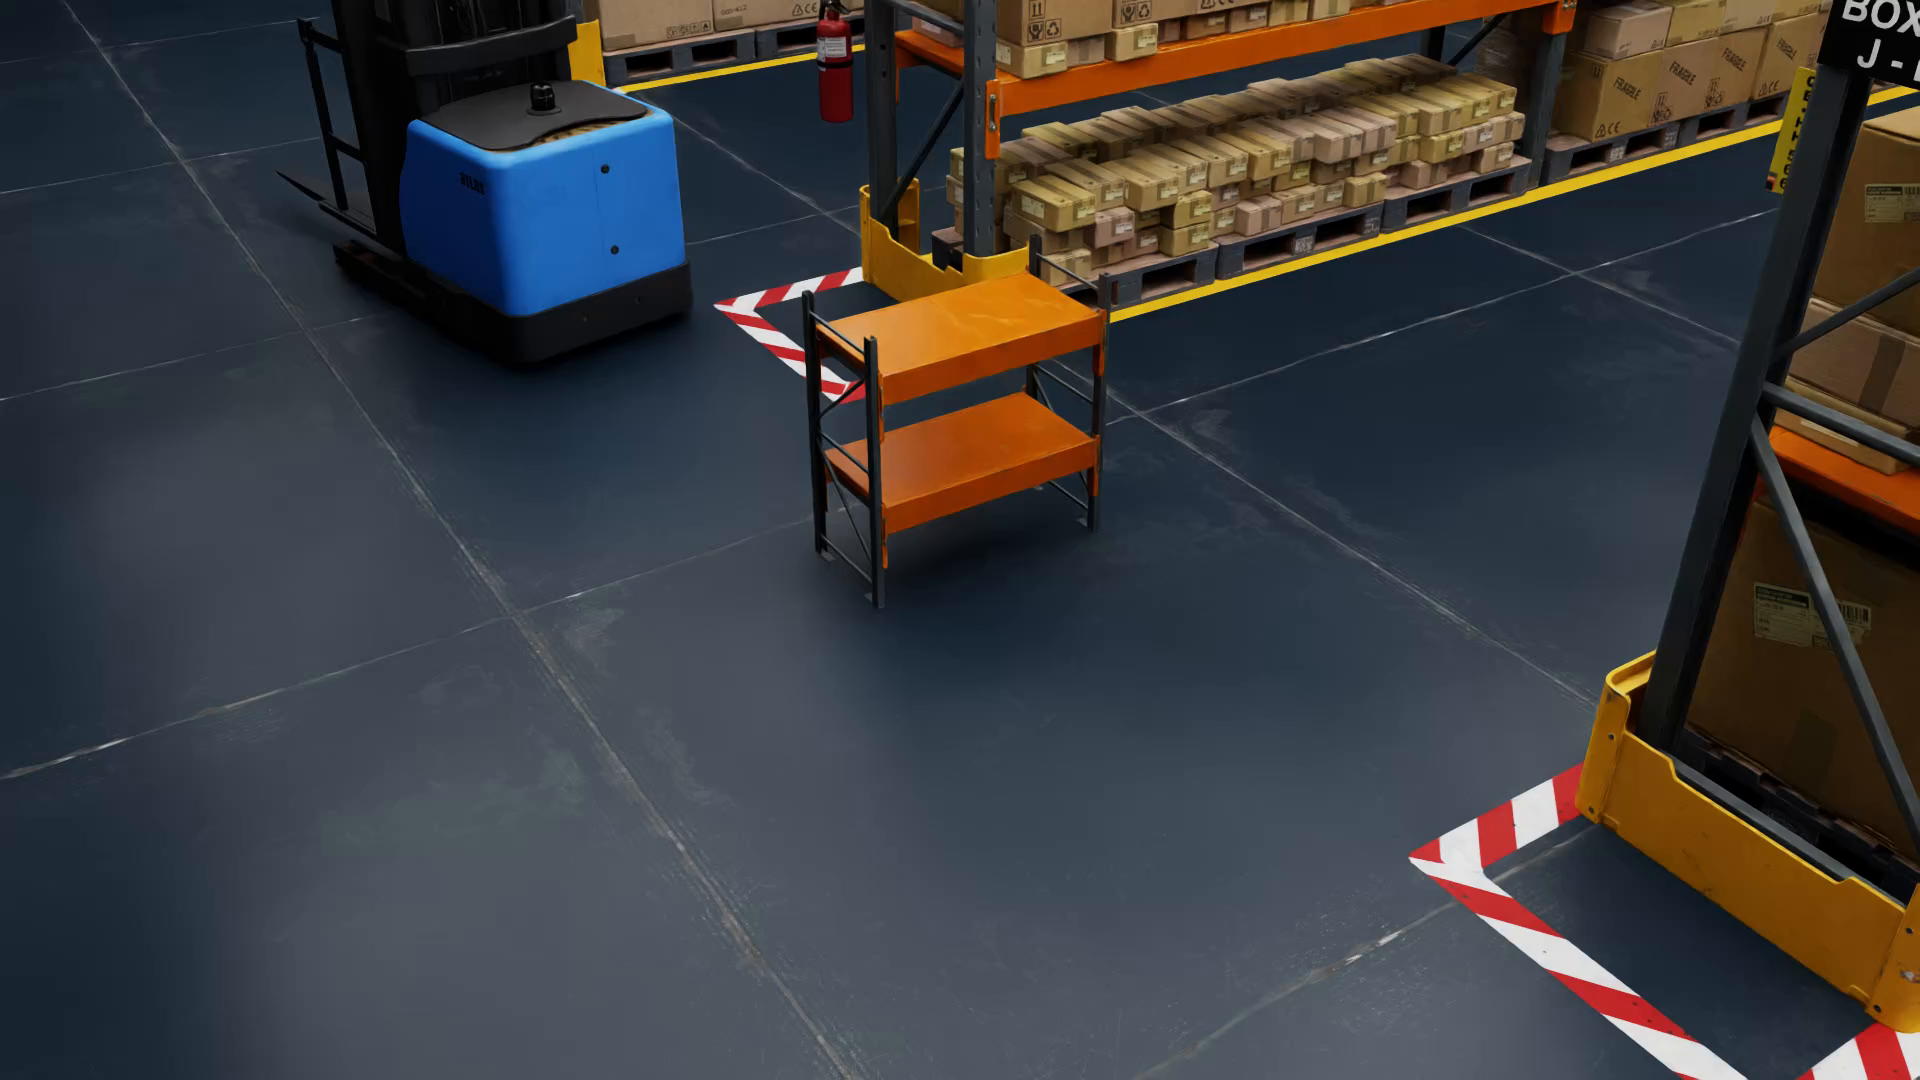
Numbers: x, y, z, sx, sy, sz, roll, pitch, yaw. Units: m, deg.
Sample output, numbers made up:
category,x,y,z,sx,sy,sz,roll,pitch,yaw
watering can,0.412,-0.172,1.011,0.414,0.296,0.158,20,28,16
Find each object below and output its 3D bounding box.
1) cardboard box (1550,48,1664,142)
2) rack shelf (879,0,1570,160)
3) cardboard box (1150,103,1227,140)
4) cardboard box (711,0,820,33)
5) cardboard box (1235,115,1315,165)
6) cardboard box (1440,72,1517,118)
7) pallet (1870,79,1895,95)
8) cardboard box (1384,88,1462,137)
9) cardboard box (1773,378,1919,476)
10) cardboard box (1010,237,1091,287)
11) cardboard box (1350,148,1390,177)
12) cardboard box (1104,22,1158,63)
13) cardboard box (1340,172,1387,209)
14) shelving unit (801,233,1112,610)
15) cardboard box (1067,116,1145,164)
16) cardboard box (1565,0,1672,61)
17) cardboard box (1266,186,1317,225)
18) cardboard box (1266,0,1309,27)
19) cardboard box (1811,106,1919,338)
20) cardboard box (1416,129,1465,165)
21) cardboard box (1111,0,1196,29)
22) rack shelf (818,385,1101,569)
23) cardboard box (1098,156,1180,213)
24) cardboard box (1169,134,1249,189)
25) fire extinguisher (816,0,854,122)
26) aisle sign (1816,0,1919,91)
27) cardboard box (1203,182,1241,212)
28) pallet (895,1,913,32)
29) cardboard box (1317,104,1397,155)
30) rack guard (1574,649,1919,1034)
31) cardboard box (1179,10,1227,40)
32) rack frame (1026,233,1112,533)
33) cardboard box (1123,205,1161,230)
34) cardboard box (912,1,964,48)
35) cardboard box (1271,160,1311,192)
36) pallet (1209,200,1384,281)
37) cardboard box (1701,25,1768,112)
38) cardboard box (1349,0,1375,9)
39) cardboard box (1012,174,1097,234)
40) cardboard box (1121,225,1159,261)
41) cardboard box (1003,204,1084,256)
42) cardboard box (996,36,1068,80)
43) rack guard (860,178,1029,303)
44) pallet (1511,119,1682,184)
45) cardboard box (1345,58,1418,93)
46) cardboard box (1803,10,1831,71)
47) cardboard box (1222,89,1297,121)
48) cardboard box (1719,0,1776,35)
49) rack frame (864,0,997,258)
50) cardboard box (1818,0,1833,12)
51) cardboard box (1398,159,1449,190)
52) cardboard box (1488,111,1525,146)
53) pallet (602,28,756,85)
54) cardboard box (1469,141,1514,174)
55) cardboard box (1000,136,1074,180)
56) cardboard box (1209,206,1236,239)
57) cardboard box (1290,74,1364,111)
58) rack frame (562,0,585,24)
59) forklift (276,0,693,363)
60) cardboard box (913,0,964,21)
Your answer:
category,x,y,z,sx,sy,sz,roll,pitch,yaw
cardboard box,3.972,-2.836,10.384,0.500,0.500,0.500,-17,36,-25
rack shelf,1.526,-2.739,8.954,4.000,0.370,1.077,-19,37,-27
cardboard box,1.273,-2.309,9.320,0.250,0.149,0.380,-20,38,-29
cardboard box,-1.657,-4.253,12.689,0.875,0.438,0.875,-18,36,-26
cardboard box,1.724,-2.192,9.135,0.250,0.149,0.380,-19,37,-27
cardboard box,3.049,-2.625,9.820,0.250,0.149,0.380,-18,36,-26
pallet,5.911,-3.373,11.899,1.213,0.211,1.003,-19,37,-27
cardboard box,2.650,-2.458,9.556,0.250,0.149,0.380,-19,37,-28
cardboard box,2.568,-0.356,4.738,0.250,0.149,0.380,-18,37,-26
cardboard box,0.459,-1.444,8.507,0.250,0.149,0.380,-18,37,-26
cardboard box,2.210,-2.205,9.434,0.250,0.149,0.380,-18,36,-26
cardboard box,0.741,-2.451,8.059,0.250,0.149,0.380,-20,37,-29
cardboard box,2.192,-2.027,9.431,0.250,0.149,0.380,-19,37,-27
shelving unit,-0.006,-0.474,6.447,1.048,1.125,0.538,-19,37,-27
cardboard box,0.796,-2.180,9.115,0.250,0.149,0.380,-21,38,-29
cardboard box,3.971,-3.154,10.184,0.500,0.250,0.500,-21,38,-29
cardboard box,1.752,-1.898,9.225,0.250,0.149,0.380,-19,37,-27
cardboard box,1.578,-2.779,8.579,0.250,0.149,0.380,-18,36,-26
cardboard box,2.714,-0.850,4.444,0.500,0.500,0.500,-18,37,-27
cardboard box,2.678,-2.316,9.609,0.250,0.149,0.380,-20,38,-29
cardboard box,0.808,-2.805,8.012,0.500,0.500,0.500,-19,37,-27
rack shelf,-0.006,-0.267,6.577,1.000,0.278,0.538,-19,37,-27
cardboard box,0.917,-1.836,8.570,0.250,0.149,0.380,-19,37,-27
cardboard box,1.319,-2.021,8.863,0.250,0.149,0.380,-17,36,-25
fire extinguisher,-0.617,-2.408,8.178,0.183,0.674,0.296,-19,37,-27
aisle sign,2.224,-1.425,3.760,0.004,0.787,0.394,-19,37,-27
cardboard box,1.289,-1.908,8.963,0.250,0.149,0.380,-21,38,-29
pallet,-0.242,-4.447,13.602,1.213,0.211,1.003,-19,37,-27
cardboard box,2.212,-2.298,9.303,0.250,0.149,0.380,-21,38,-30
rack guard,2.427,0.853,4.929,0.348,0.500,1.175,-19,37,-27
cardboard box,1.126,-2.655,8.383,0.250,0.149,0.380,-19,37,-28
rack frame,0.422,-0.621,6.680,0.032,1.125,0.500,-19,37,-27
cardboard box,0.843,-1.763,8.733,0.250,0.149,0.380,-18,37,-27
cardboard box,-0.034,-2.579,8.263,0.250,0.149,0.380,-19,37,-27
cardboard box,1.727,-2.078,9.233,0.250,0.149,0.380,-17,36,-25
pallet,1.635,-1.877,9.527,1.213,0.211,1.003,-19,37,-27
cardboard box,4.848,-3.147,10.877,0.500,0.500,0.500,-18,37,-26
cardboard box,1.994,-2.948,8.848,0.250,0.149,0.380,-20,37,-28
cardboard box,0.469,-1.687,8.334,0.250,0.149,0.380,-21,38,-29
cardboard box,0.839,-1.632,8.804,0.250,0.149,0.380,-19,37,-27
cardboard box,0.424,-1.599,8.473,0.250,0.149,0.380,-17,36,-25
cardboard box,0.295,-2.305,7.828,0.250,0.149,0.380,-19,37,-28
rack guard,-0.091,-1.429,8.547,0.348,0.500,1.175,-19,37,-27
pallet,3.860,-2.667,10.781,1.213,0.211,1.003,-19,37,-27
cardboard box,2.541,-2.785,10.074,0.250,0.149,0.380,-17,36,-25
cardboard box,5.719,-3.442,11.344,0.500,0.500,0.500,-17,36,-25
cardboard box,1.706,-2.451,9.545,0.250,0.149,0.380,-21,38,-29
cardboard box,4.848,-3.454,10.661,0.500,0.250,0.500,-18,36,-26
rack frame,-0.155,-2.465,7.846,0.127,3.000,1.000,-19,37,-27
cardboard box,5.718,-3.749,11.128,0.500,0.250,0.500,-18,37,-27
cardboard box,2.611,-2.184,9.679,0.250,0.149,0.380,-20,38,-29
cardboard box,3.114,-2.485,9.878,0.250,0.149,0.380,-18,37,-26
pallet,-2.292,-3.742,12.484,1.213,0.211,1.003,-19,37,-27
cardboard box,3.062,-2.327,9.905,0.250,0.149,0.380,-18,37,-27
cardboard box,0.395,-2.002,8.833,0.250,0.149,0.380,-18,37,-26
cardboard box,1.276,-1.773,9.027,0.250,0.149,0.380,-19,37,-27
cardboard box,2.149,-2.604,9.787,0.250,0.149,0.380,-20,37,-28
rack frame,-2.922,-4.655,11.318,0.127,3.000,1.000,-19,37,-27
forklift,-2.749,-2.780,8.410,1.130,2.935,3.031,-27,41,-36
cardboard box,0.083,-2.878,8.129,0.500,0.500,0.500,-18,37,-26
